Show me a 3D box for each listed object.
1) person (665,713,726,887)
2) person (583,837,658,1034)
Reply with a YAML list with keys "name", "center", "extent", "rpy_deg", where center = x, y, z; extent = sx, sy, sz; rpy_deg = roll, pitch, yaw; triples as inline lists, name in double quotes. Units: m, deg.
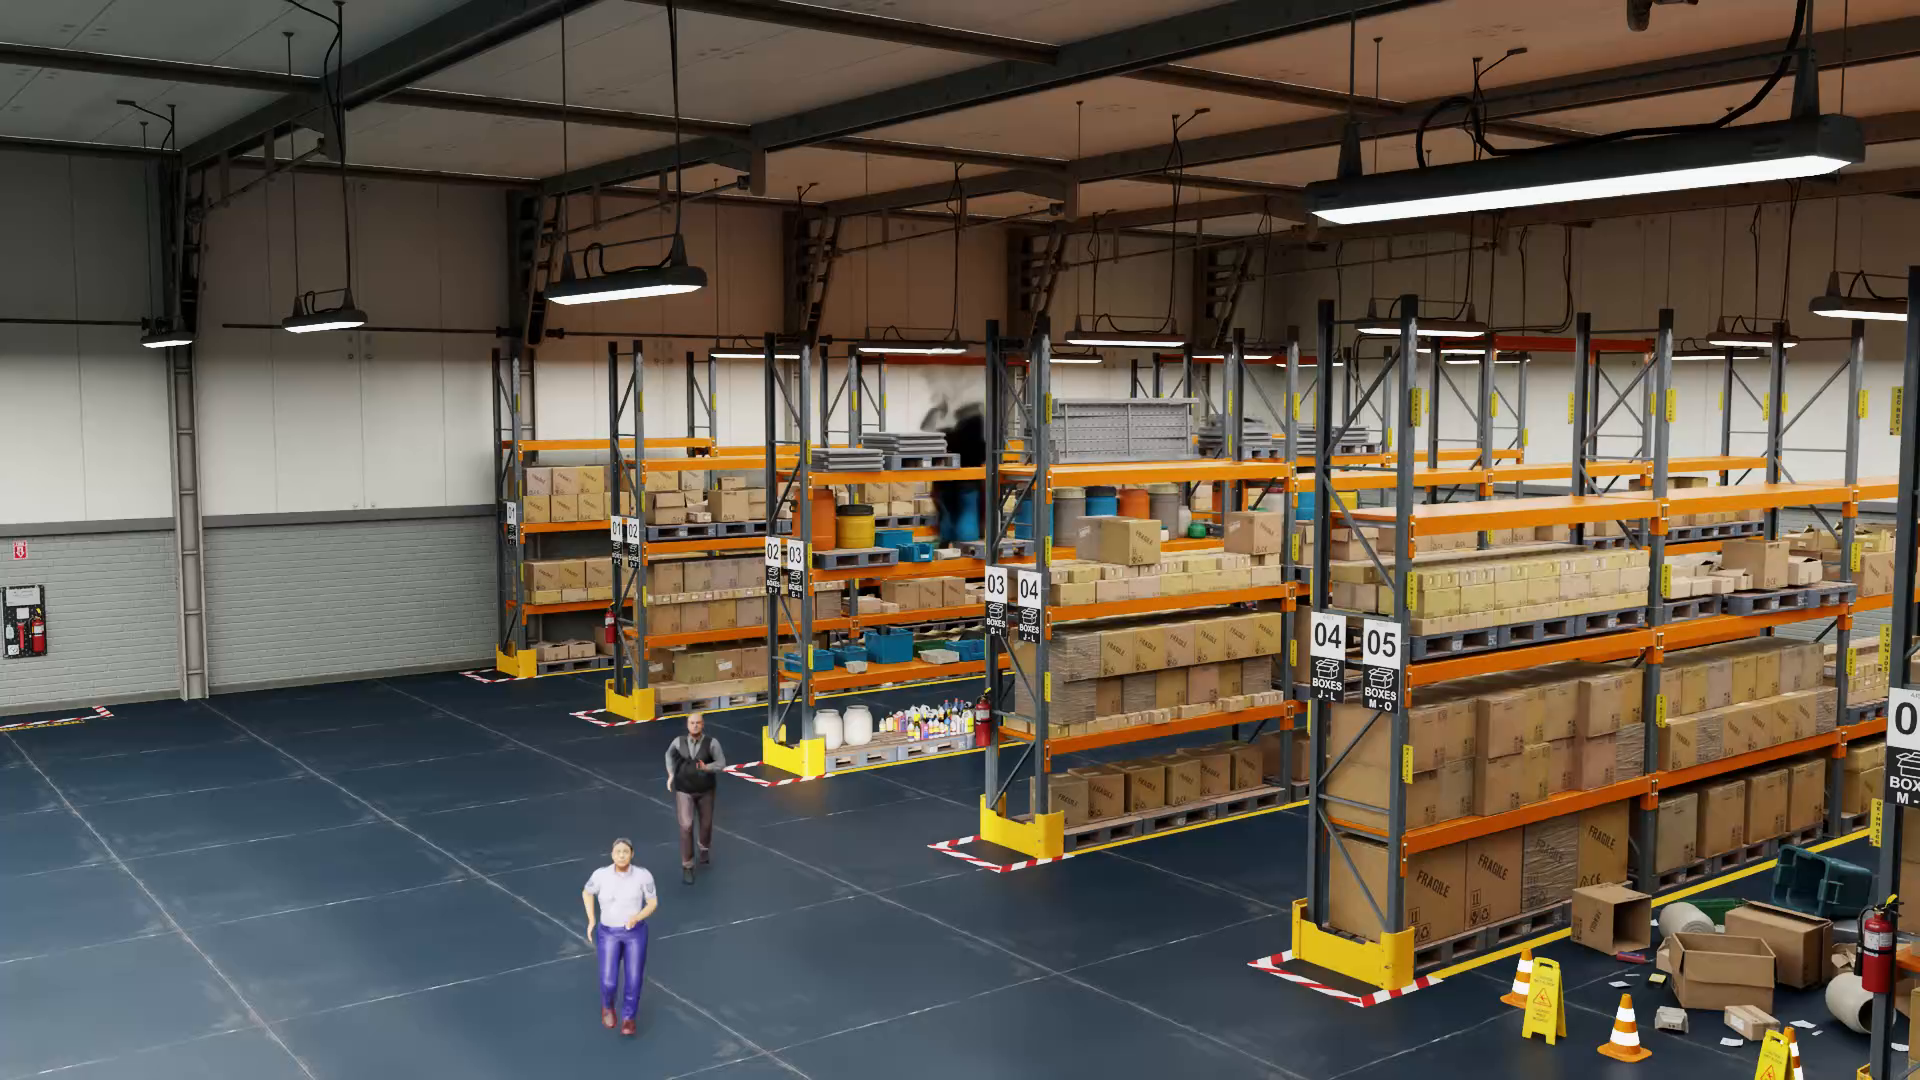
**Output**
- name: "person"
  center: [-2.832, 2.728, 17.829]
  extent: [0.641, 1.756, 0.871]
  rpy_deg: [-1, 5, -10]
- name: "person"
  center: [-2.711, 3.190, 13.310]
  extent: [0.592, 1.609, 0.575]
  rpy_deg: [-1, 5, -13]
